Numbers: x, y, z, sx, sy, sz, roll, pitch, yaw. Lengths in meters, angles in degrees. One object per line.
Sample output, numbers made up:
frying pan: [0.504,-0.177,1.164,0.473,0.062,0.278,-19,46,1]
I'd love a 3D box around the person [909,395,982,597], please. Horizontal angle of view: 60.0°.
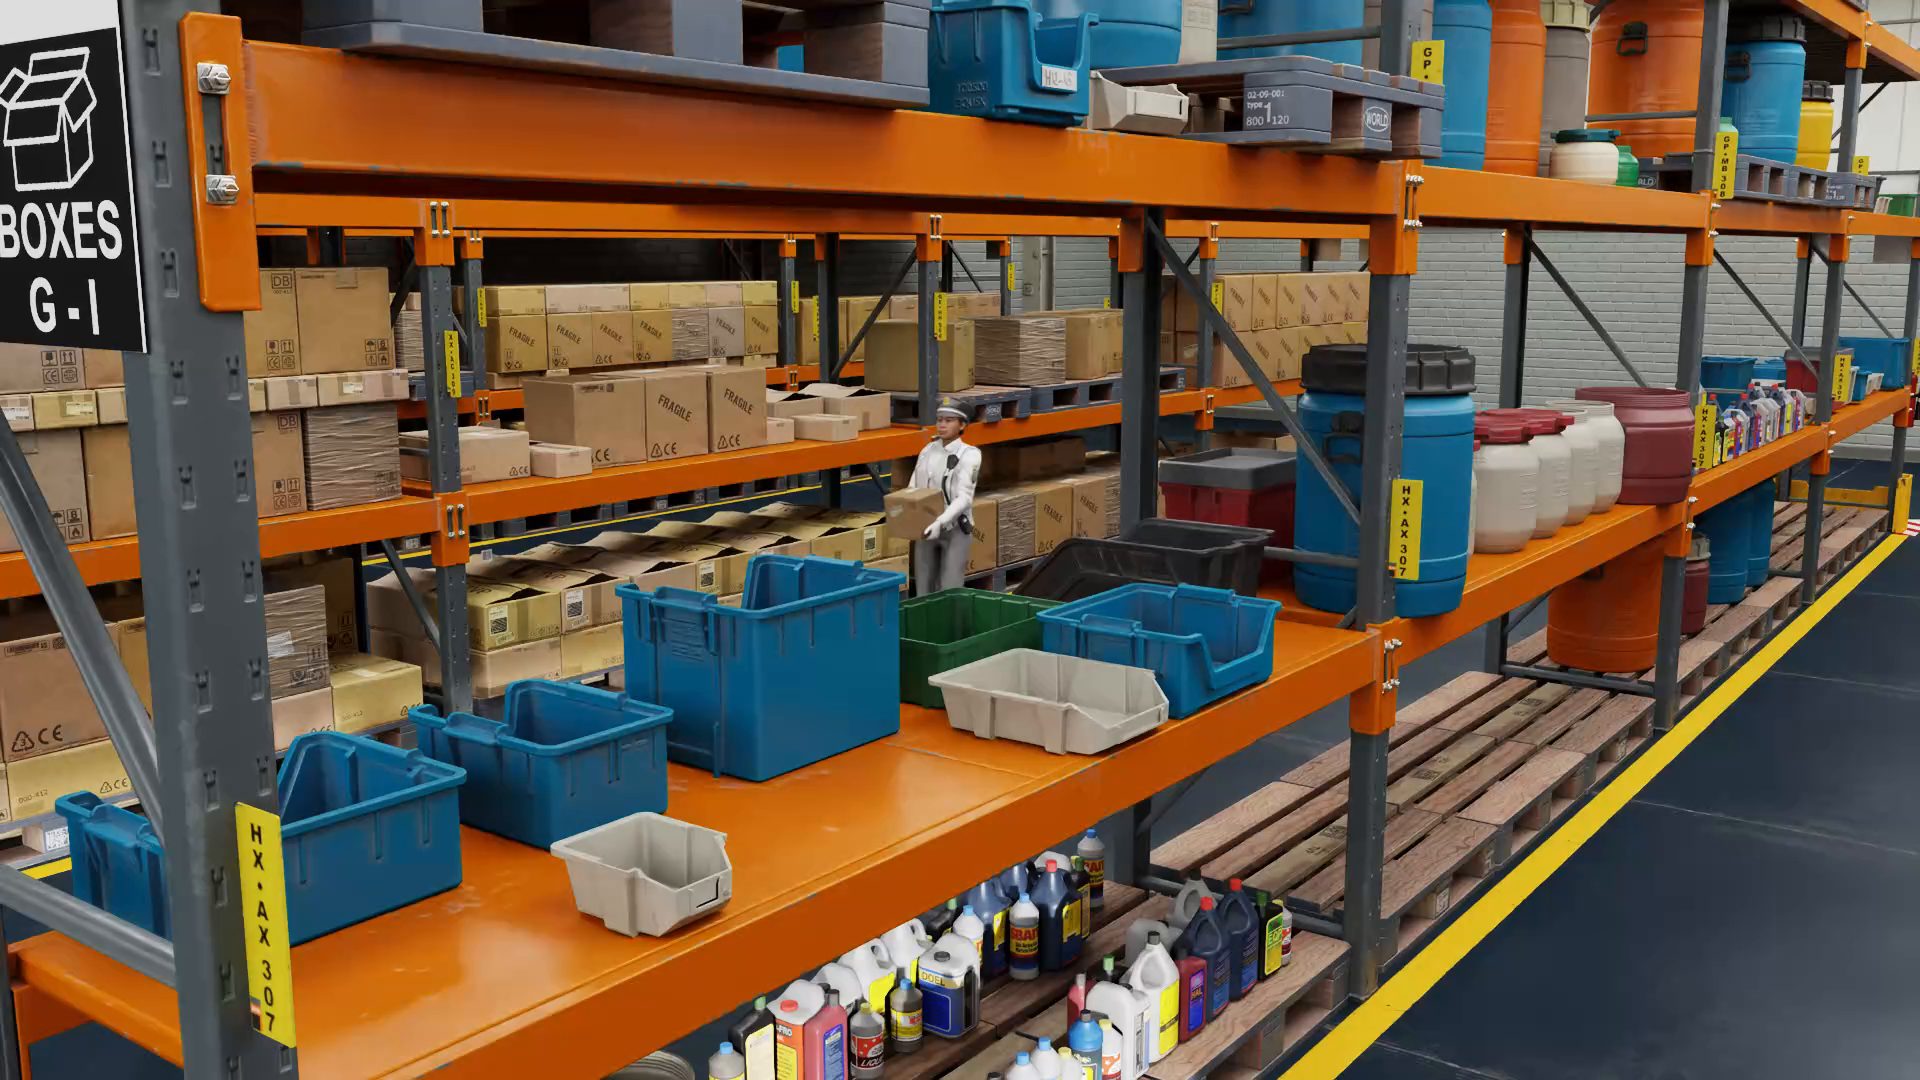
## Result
person: [-0.140,-0.019,9.928,0.461,1.686,0.563,7,12,36]
